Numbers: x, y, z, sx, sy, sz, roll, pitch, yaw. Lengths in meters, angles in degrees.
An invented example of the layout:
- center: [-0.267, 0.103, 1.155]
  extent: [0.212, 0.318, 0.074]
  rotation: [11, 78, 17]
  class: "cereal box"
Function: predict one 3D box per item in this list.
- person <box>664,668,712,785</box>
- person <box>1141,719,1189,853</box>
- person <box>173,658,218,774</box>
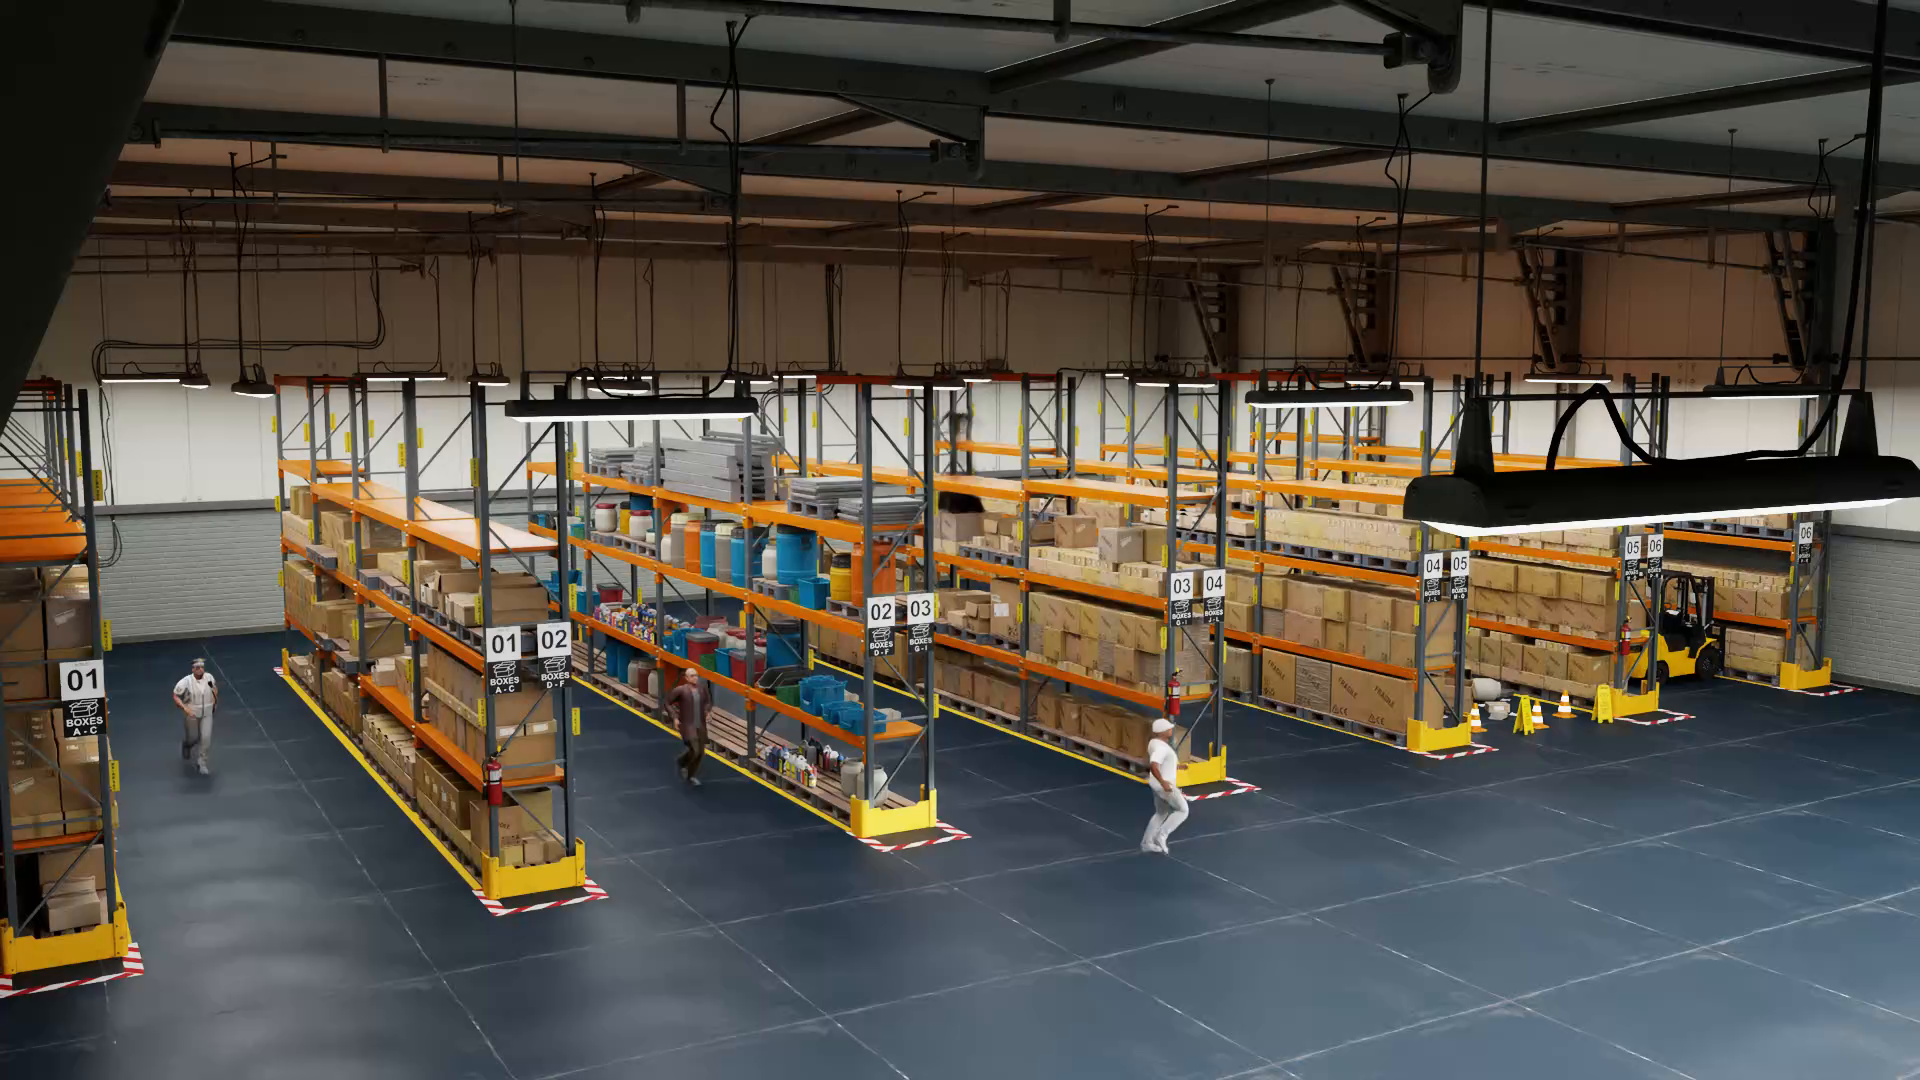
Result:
- center: [-3.949, 2.776, 24.650]
  extent: [0.698, 1.746, 0.620]
  rotation: [-6, 8, -41]
  class: "person"
- center: [2.637, 3.133, 21.224]
  extent: [0.650, 1.728, 0.684]
  rotation: [-1, 6, -11]
  class: "person"
- center: [-11.759, 2.674, 25.636]
  extent: [0.816, 1.769, 0.688]
  rotation: [6, 9, 44]
  class: "person"
